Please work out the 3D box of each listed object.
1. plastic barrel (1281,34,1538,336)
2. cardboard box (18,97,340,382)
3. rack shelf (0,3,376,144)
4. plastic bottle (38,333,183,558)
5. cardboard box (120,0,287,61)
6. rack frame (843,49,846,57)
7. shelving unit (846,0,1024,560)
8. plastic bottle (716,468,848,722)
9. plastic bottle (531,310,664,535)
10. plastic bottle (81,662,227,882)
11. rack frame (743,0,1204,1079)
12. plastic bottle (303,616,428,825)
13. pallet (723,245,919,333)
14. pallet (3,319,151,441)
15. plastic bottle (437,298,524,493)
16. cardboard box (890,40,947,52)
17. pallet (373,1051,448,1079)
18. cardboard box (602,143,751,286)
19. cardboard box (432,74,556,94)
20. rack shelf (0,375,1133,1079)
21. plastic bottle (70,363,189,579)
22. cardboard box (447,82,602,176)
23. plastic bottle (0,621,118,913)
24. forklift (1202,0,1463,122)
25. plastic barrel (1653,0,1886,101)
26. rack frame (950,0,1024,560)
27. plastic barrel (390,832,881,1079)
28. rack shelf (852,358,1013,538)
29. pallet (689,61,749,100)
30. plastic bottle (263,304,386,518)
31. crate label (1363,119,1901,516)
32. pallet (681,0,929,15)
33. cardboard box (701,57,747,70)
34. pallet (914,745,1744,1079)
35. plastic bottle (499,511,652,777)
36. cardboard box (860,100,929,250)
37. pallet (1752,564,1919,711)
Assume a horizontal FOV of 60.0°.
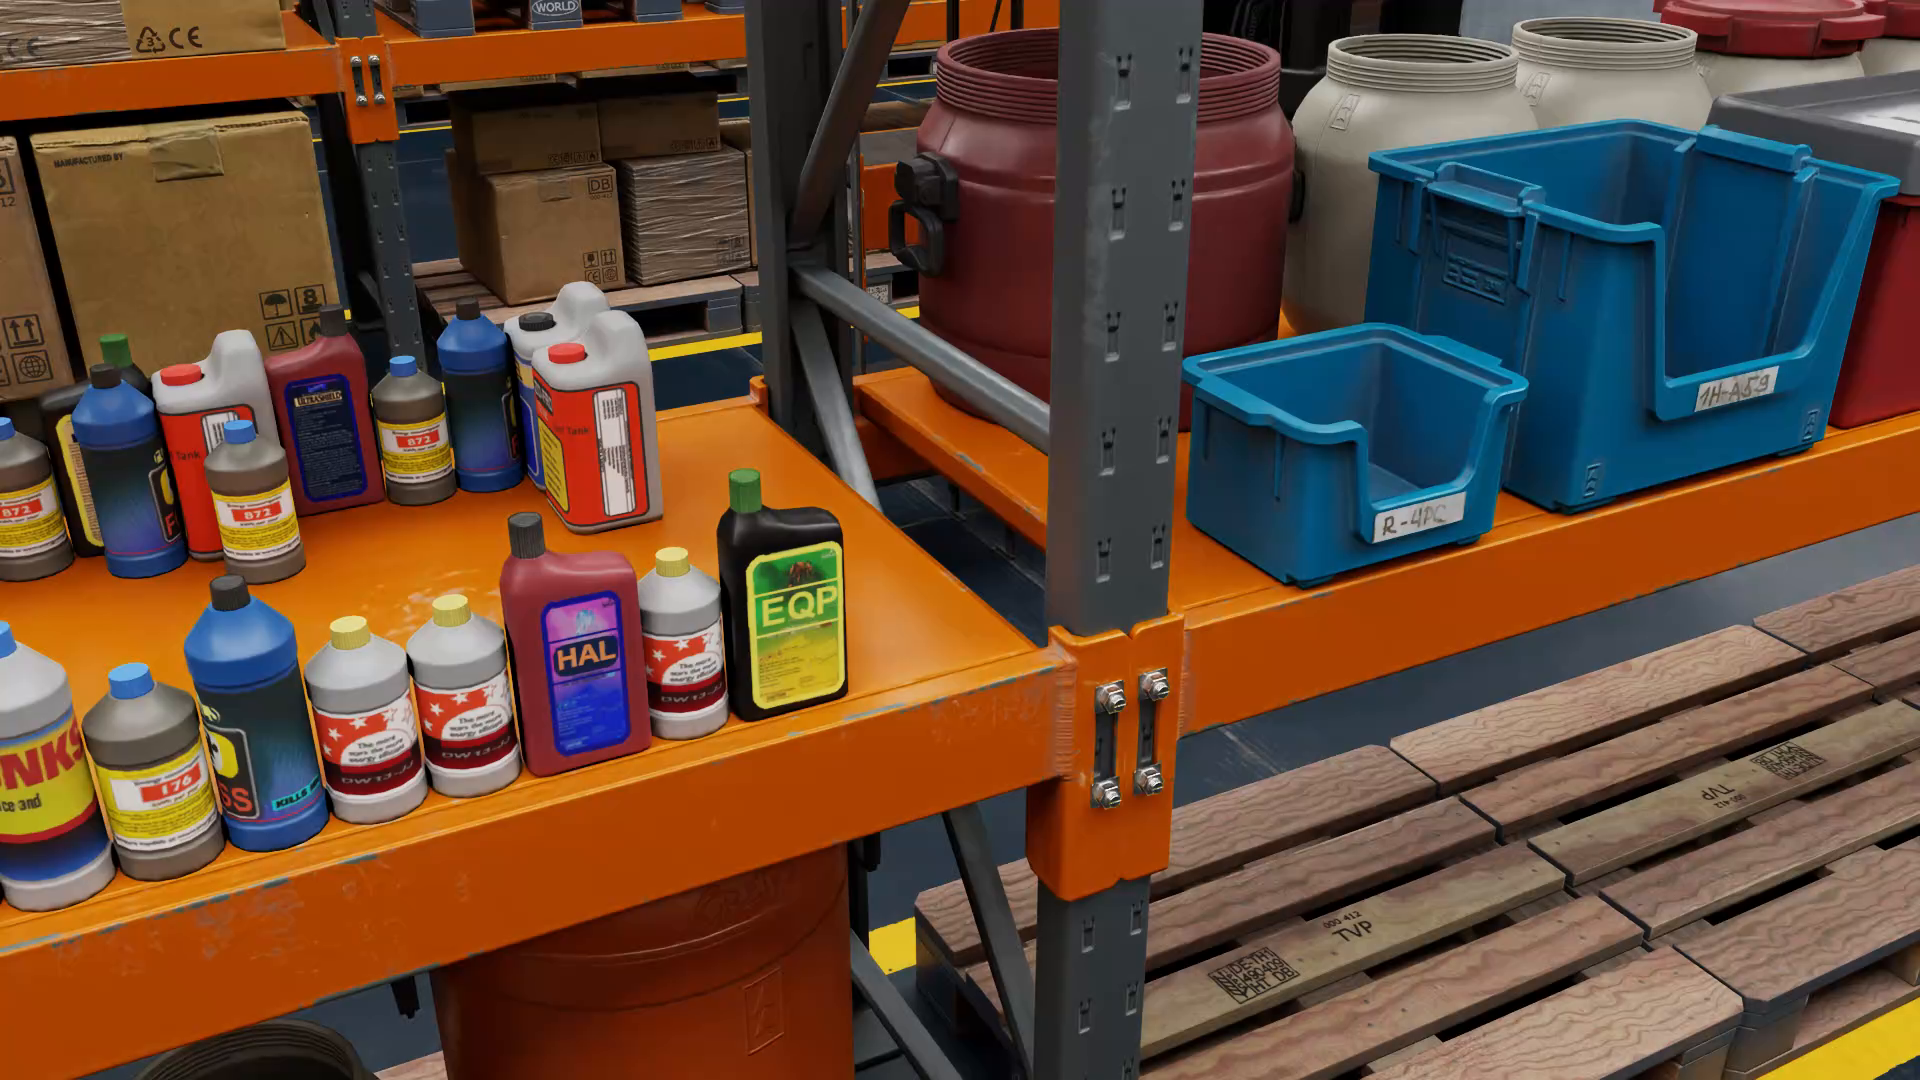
[{"bbox_3d":[0.770,-0.587,2.879,0.421,0.512,0.421,0,26,0],"label":"plastic barrel"},{"bbox_3d":[-2.986,-1.236,6.329,0.875,0.875,1.225,-14,29,-27],"label":"cardboard box"},{"bbox_3d":[-4.132,-1.406,5.544,4.000,0.370,1.077,-13,29,-25],"label":"rack shelf"},{"bbox_3d":[-1.119,-0.125,2.179,0.133,0.283,0.061,-13,29,-25],"label":"plastic bottle"},{"bbox_3d":[-2.686,-1.988,5.808,0.500,0.500,0.500,-12,28,-24],"label":"cardboard box"},{"bbox_3d":[-1.083,-4.867,11.922,0.127,3.000,1.000,-13,29,-25],"label":"rack frame"},{"bbox_3d":[-0.146,-0.913,4.725,0.503,2.100,0.431,-13,29,-25],"label":"shelving unit"},{"bbox_3d":[-0.193,0.052,1.811,0.133,0.283,0.061,-13,29,-25],"label":"plastic bottle"},{"bbox_3d":[-0.499,-0.167,2.276,0.135,0.276,0.152,-13,29,-25],"label":"plastic bottle"},{"bbox_3d":[-0.765,0.212,1.573,0.097,0.201,0.097,0,26,0],"label":"plastic bottle"},{"bbox_3d":[-0.037,-0.246,2.297,0.127,3.000,1.000,-13,29,-25],"label":"rack frame"},{"bbox_3d":[-0.593,0.172,1.655,0.097,0.201,0.097,0,26,0],"label":"plastic bottle"},{"bbox_3d":[-0.602,-1.286,7.684,1.213,0.211,1.003,-13,29,-25],"label":"pallet"},{"bbox_3d":[-3.099,-0.749,6.566,1.213,0.211,1.003,-13,29,-25],"label":"pallet"},{"bbox_3d":[-0.686,-0.210,2.371,0.097,0.271,0.097,0,26,0],"label":"plastic bottle"},{"bbox_3d":[-0.495,-4.200,12.502,0.875,0.875,0.875,-13,28,-24],"label":"cardboard box"},{"bbox_3d":[-0.713,1.188,2.533,1.213,0.211,1.003,-13,29,-25],"label":"pallet"},{"bbox_3d":[-1.302,-1.471,7.228,0.500,0.500,0.700,-16,30,-29],"label":"cardboard box"},{"bbox_3d":[-3.263,-3.497,11.181,0.750,0.750,1.050,-13,28,-24],"label":"cardboard box"},{"bbox_3d":[-1.802,0.486,1.604,4.000,0.370,1.077,-13,29,-25],"label":"rack shelf"},{"bbox_3d":[-1.066,-0.093,2.126,0.097,0.271,0.097,0,26,0],"label":"plastic bottle"},{"bbox_3d":[-1.790,-1.695,6.828,0.500,0.250,0.500,-12,28,-23],"label":"cardboard box"},{"bbox_3d":[-0.851,0.200,1.516,0.097,0.271,0.097,0,26,0],"label":"plastic bottle"},{"bbox_3d":[1.362,-1.766,5.542,3.031,2.935,1.130,-17,31,-31],"label":"forklift"},{"bbox_3d":[1.516,-0.773,3.238,0.433,0.535,0.433,0,26,0],"label":"plastic barrel"},{"bbox_3d":[0.069,-0.963,4.829,0.015,2.100,0.400,-13,29,-25],"label":"rack frame"},{"bbox_3d":[-0.460,0.649,2.455,0.708,0.830,0.600,-13,29,-25],"label":"plastic barrel"},{"bbox_3d":[-0.146,-0.270,5.034,0.480,0.518,0.431,-13,29,-25],"label":"rack shelf"},{"bbox_3d":[-1.728,-3.424,12.138,1.213,0.211,1.003,-13,29,-25],"label":"pallet"},{"bbox_3d":[-0.882,-0.179,2.292,0.133,0.283,0.061,-13,29,-25],"label":"plastic bottle"},{"bbox_3d":[0.967,-0.361,2.495,0.616,0.435,0.502,-13,29,-25],"label":"crate label"},{"bbox_3d":[-0.640,-2.470,7.150,1.213,0.211,1.003,-13,29,-25],"label":"pallet"},{"bbox_3d":[-1.588,-3.881,11.983,0.750,0.750,1.050,-13,29,-25],"label":"cardboard box"},{"bbox_3d":[0.665,0.868,3.198,1.213,0.211,1.003,-13,29,-25],"label":"pallet"},{"bbox_3d":[-0.397,0.099,1.713,0.133,0.283,0.061,-13,29,-25],"label":"plastic bottle"},{"bbox_3d":[-0.313,-1.703,7.711,0.500,0.500,0.700,-16,30,-29],"label":"cardboard box"},{"bbox_3d":[2.818,0.371,4.233,1.213,0.211,1.003,-13,29,-25],"label":"pallet"}]
